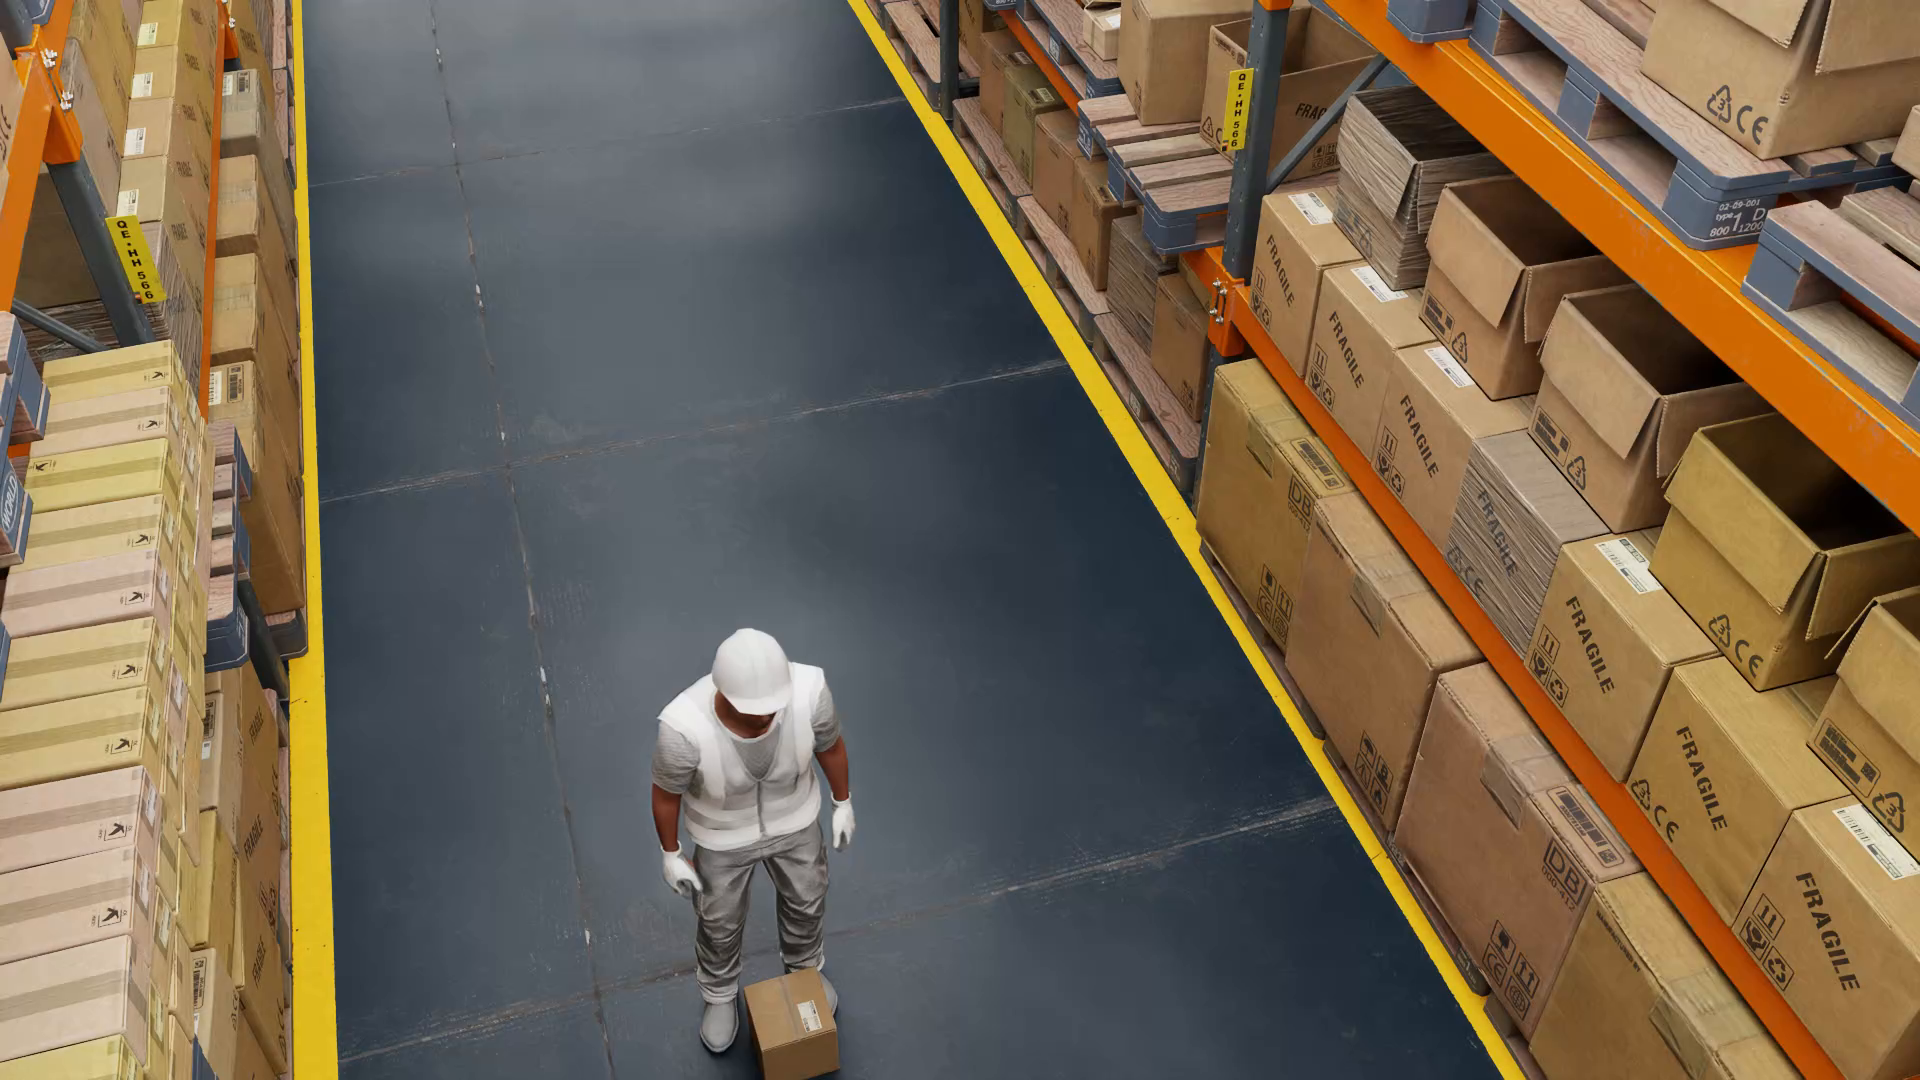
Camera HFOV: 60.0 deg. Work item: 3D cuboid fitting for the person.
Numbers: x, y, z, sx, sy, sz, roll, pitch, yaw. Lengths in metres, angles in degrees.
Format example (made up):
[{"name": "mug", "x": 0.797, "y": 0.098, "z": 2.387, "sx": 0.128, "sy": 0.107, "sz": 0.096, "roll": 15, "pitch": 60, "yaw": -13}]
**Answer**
[{"name": "person", "x": -0.624, "y": 0.899, "z": 5.148, "sx": 0.625, "sy": 1.773, "sz": 0.452, "roll": -14, "pitch": 44, "yaw": -16}]
